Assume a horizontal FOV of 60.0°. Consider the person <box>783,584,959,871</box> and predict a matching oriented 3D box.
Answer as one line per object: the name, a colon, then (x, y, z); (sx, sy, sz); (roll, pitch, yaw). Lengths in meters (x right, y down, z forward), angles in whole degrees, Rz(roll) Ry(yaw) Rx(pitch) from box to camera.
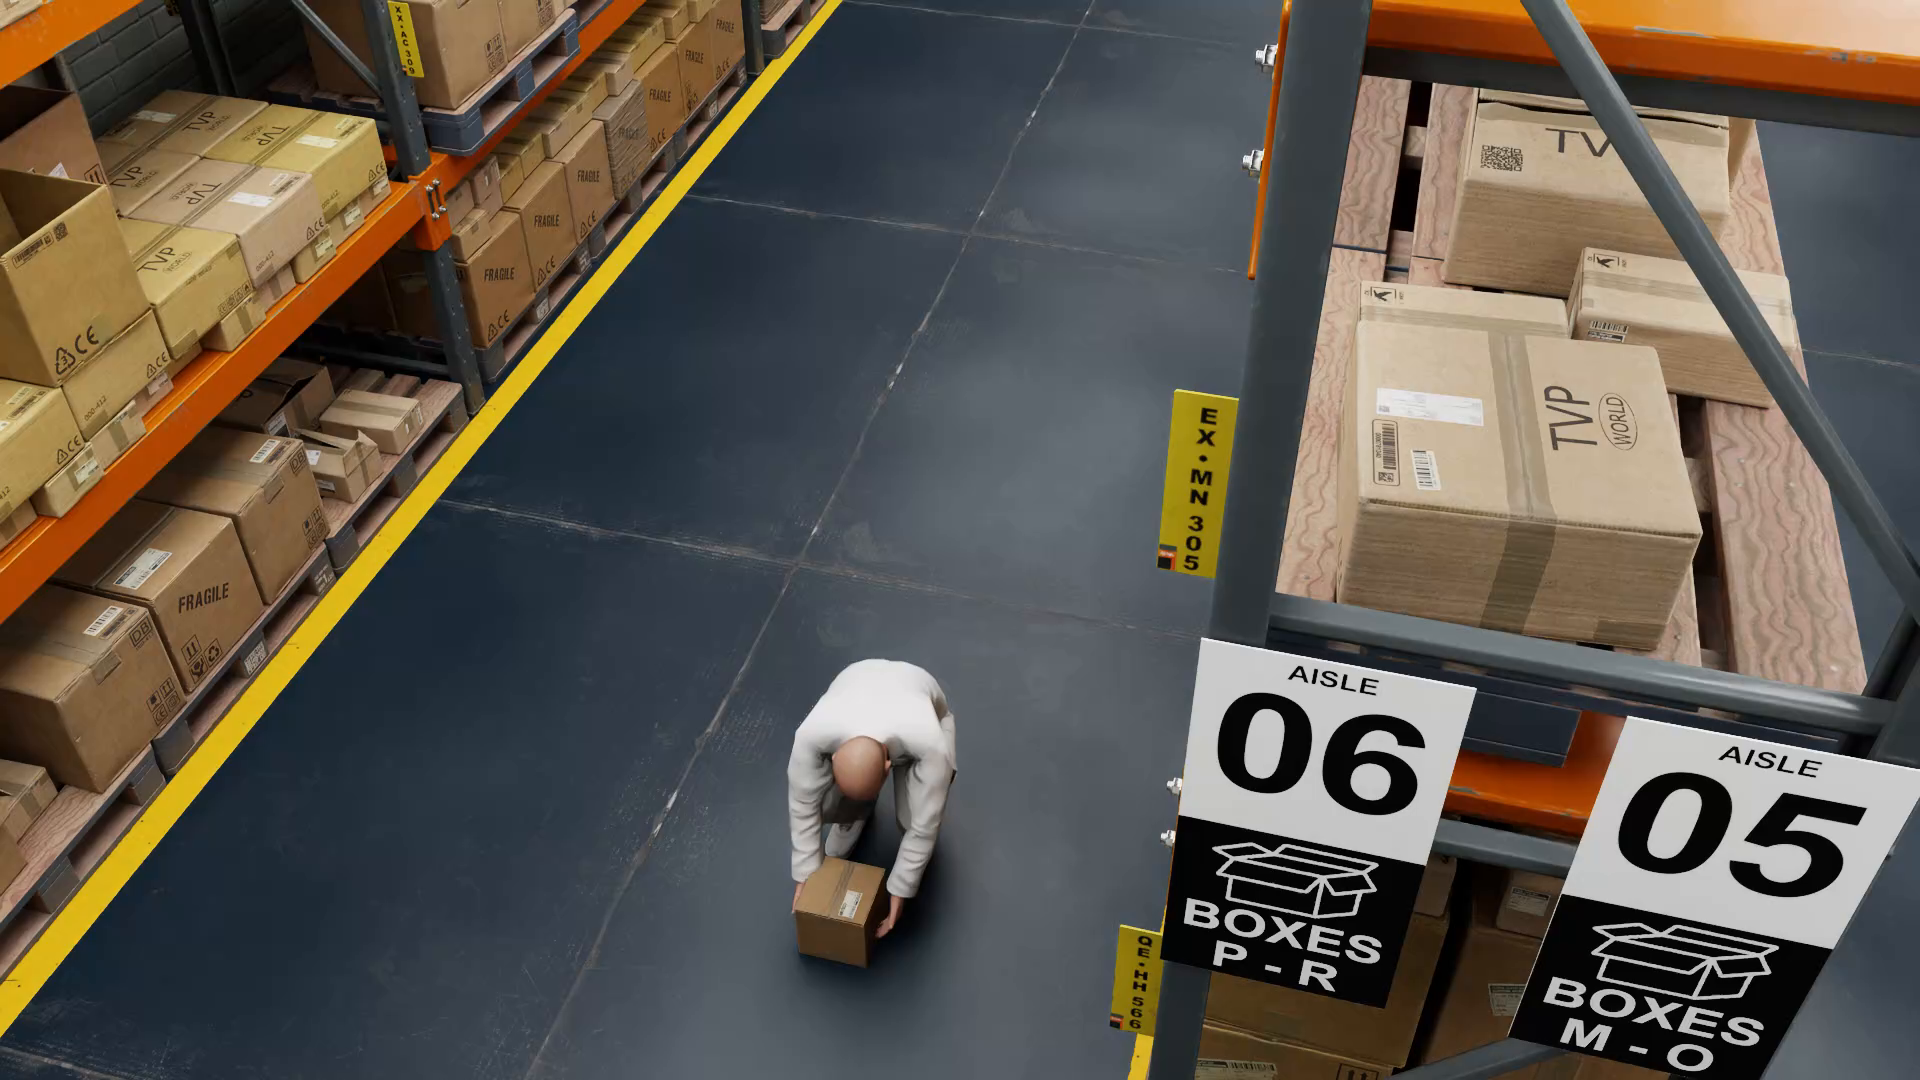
person: (-0.327, 0.757, 5.726); (0.559, 1.204, 0.939); (9, 41, 10)
